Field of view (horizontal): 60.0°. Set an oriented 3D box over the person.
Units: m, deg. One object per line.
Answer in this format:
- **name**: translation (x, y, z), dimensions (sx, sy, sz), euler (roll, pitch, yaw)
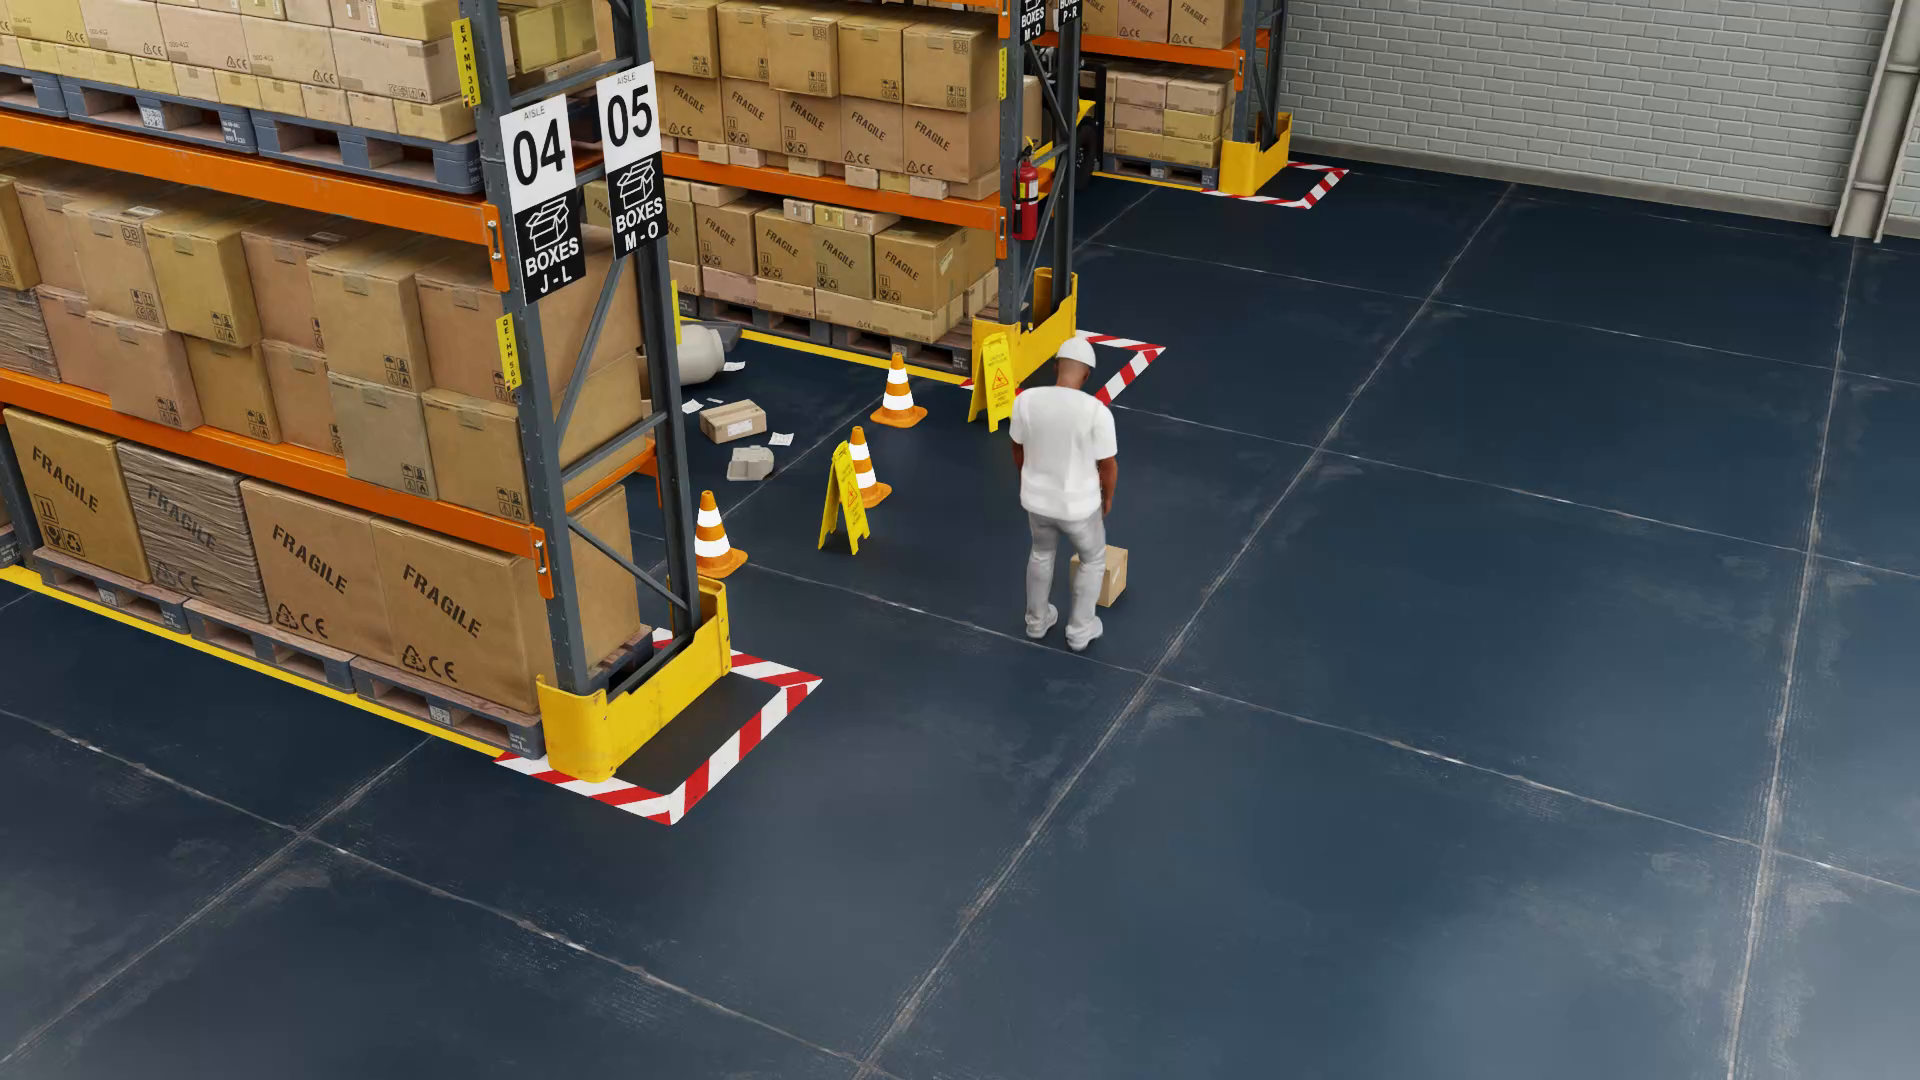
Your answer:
- **person**: translation (0.622, 0.093, 9.109), dimensions (0.526, 0.807, 0.963), euler (14, 33, 22)
